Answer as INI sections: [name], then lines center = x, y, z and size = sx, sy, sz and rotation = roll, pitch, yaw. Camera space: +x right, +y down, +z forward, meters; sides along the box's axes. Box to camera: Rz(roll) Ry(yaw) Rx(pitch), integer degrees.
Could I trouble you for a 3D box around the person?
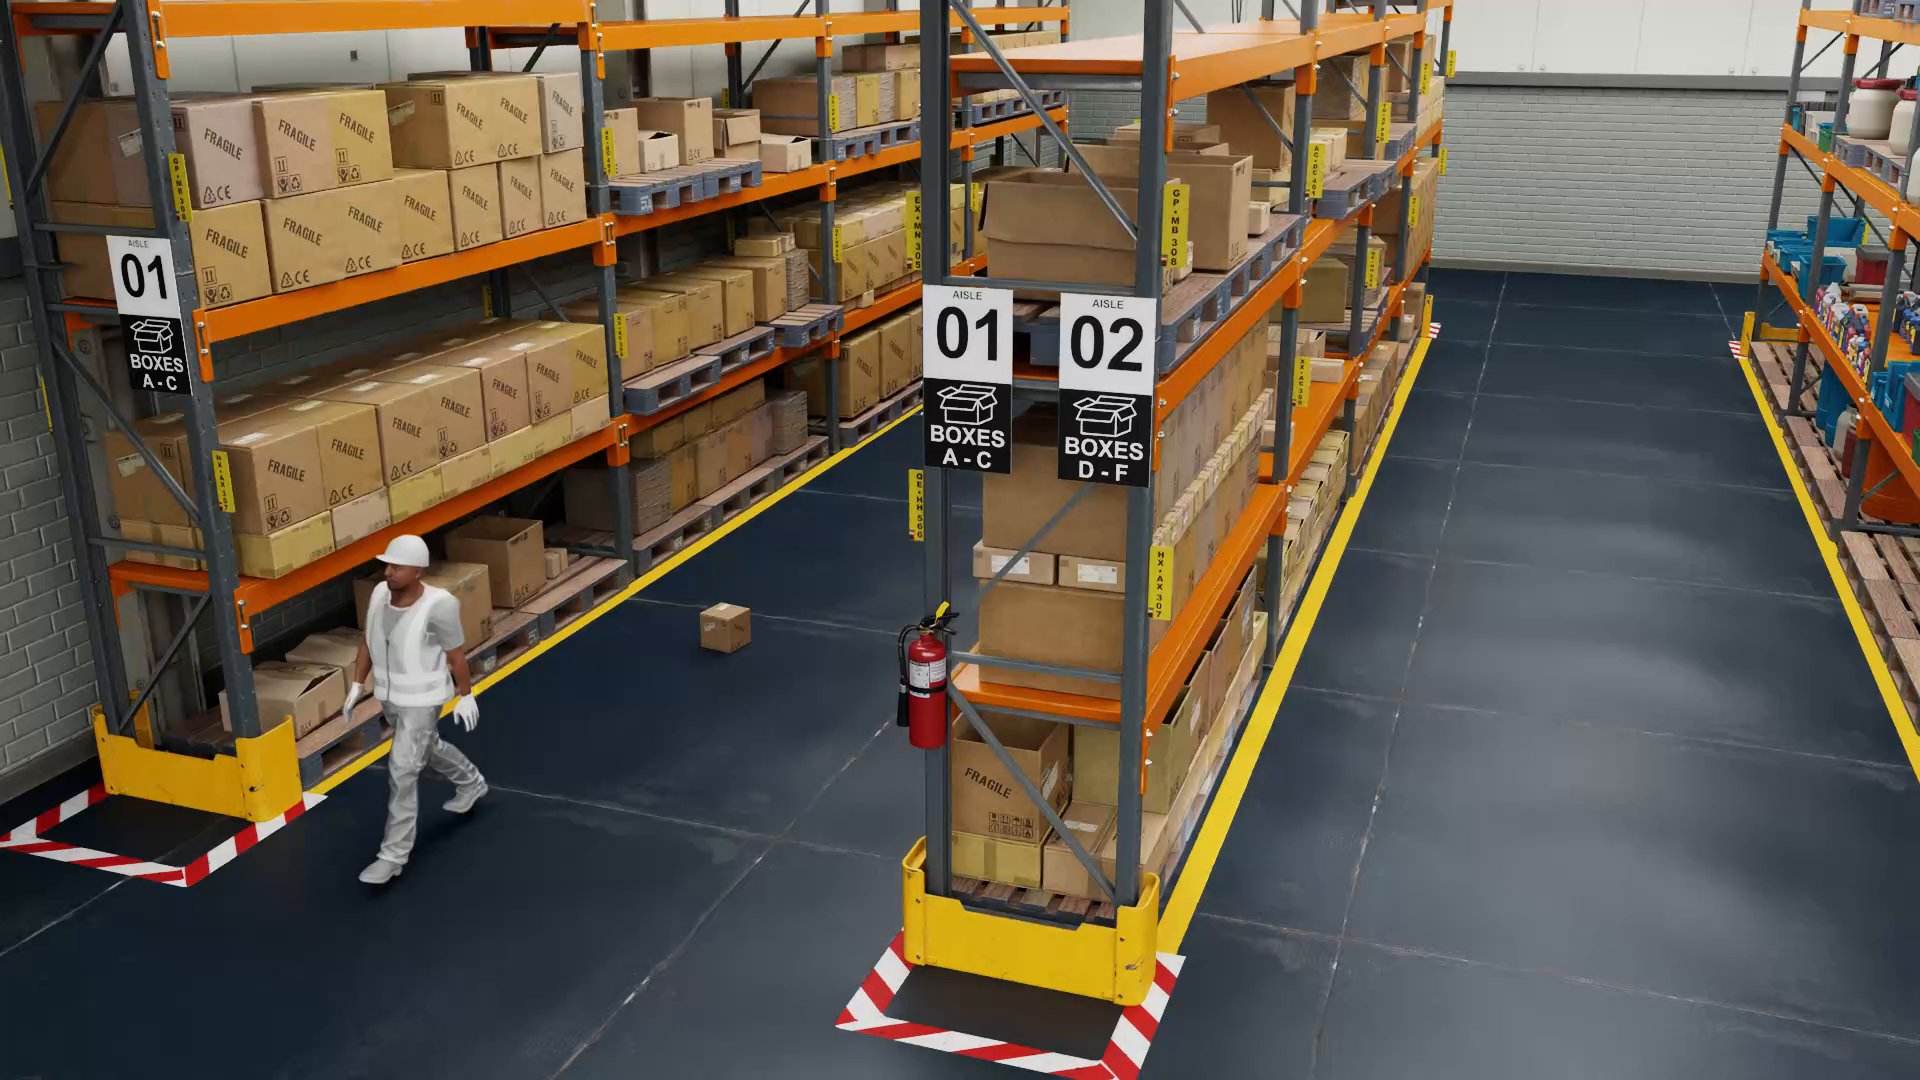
[person]
center = -2.863, 0.813, 8.614
size = 0.573, 1.747, 1.043
rotation = 11, 21, 29
